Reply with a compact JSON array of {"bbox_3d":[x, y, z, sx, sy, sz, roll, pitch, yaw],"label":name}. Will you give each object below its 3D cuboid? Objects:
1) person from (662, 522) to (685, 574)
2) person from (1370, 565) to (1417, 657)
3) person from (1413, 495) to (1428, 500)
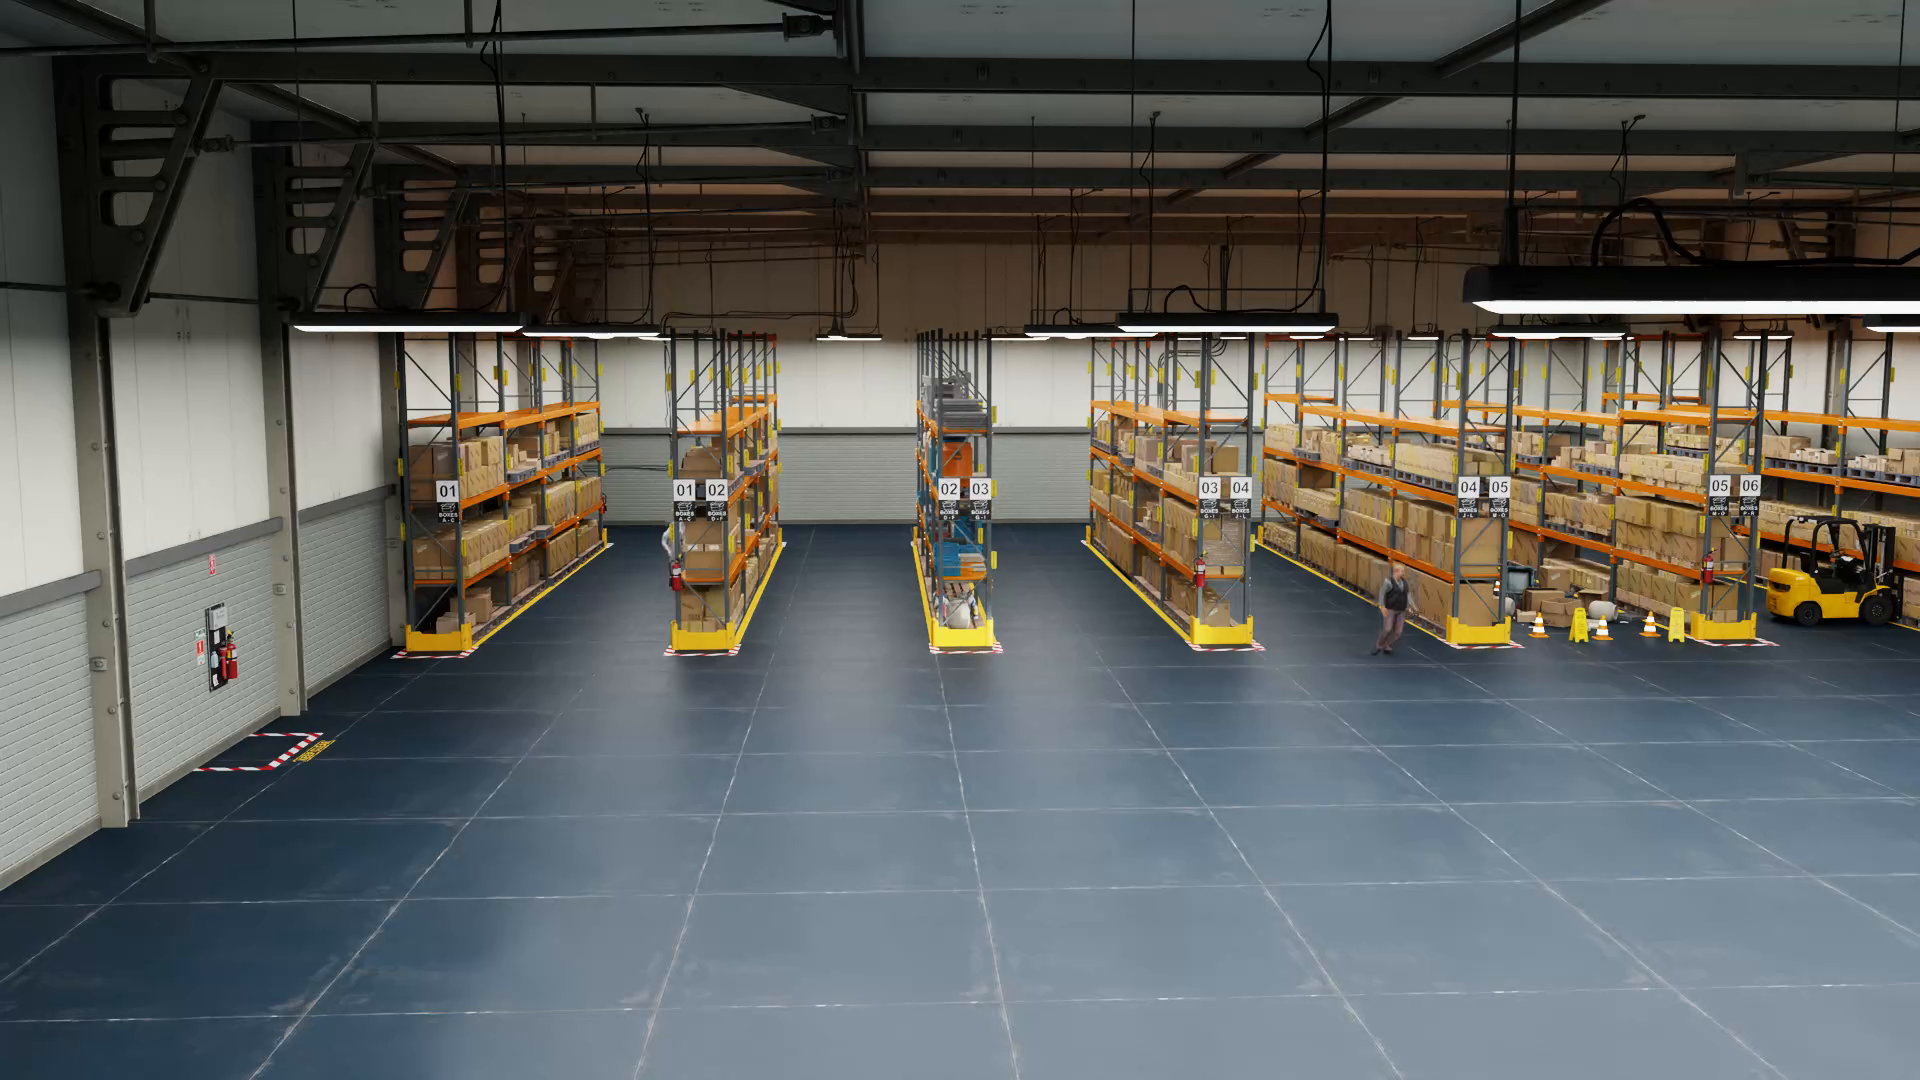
[{"bbox_3d":[-6.855,0.278,39.882,0.585,1.513,0.841,-2,7,-20],"label":"person"},{"bbox_3d":[7.940,1.310,30.446,0.786,1.714,0.601,-3,8,-27],"label":"person"},{"bbox_3d":[13.814,-0.940,49.527,0.911,1.651,0.604,-1,7,-10],"label":"person"}]
